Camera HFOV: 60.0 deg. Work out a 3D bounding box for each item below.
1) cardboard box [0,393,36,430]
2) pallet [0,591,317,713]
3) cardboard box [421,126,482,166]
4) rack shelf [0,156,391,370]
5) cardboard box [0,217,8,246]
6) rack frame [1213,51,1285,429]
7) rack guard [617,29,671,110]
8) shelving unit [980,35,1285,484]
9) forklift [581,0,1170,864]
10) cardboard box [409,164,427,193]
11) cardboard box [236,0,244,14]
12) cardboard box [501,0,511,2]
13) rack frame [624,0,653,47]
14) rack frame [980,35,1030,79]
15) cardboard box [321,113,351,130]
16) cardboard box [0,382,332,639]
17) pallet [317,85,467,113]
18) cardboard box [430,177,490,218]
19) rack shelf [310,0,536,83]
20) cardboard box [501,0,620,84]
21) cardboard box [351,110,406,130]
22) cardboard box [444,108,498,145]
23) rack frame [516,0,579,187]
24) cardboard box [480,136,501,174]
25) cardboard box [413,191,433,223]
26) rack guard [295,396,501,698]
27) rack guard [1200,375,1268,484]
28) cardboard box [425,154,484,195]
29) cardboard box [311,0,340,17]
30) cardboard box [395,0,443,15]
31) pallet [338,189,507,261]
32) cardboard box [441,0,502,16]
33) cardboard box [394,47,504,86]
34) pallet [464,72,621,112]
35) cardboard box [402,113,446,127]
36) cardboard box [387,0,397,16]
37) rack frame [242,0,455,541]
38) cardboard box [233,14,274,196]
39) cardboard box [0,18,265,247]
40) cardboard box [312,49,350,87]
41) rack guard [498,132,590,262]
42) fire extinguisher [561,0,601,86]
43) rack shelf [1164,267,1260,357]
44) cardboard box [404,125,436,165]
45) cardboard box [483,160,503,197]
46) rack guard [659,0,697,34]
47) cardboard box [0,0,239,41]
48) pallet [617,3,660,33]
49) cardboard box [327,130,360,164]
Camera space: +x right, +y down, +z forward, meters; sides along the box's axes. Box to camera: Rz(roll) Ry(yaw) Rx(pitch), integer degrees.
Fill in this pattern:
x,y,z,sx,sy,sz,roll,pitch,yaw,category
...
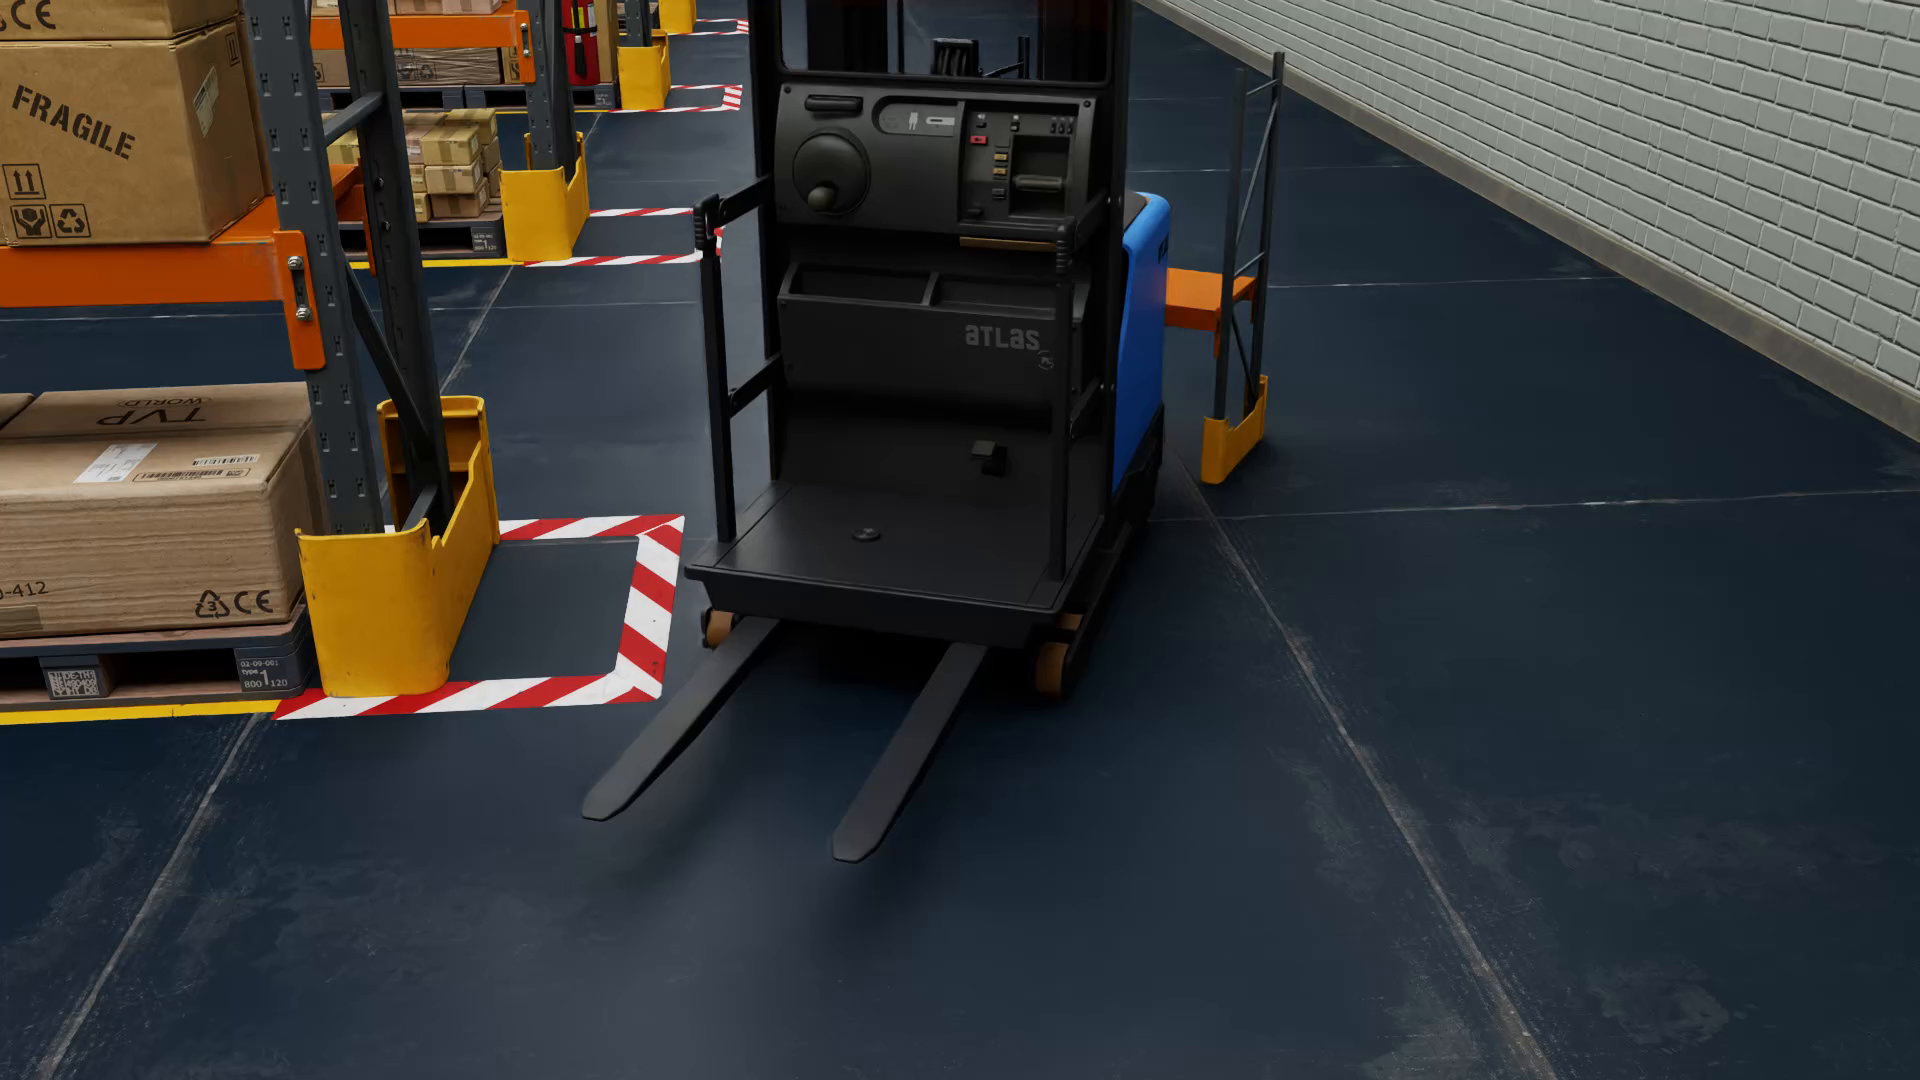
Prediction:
x,y,z,sx,sy,sz,roll,pitch,yaw,category
-3.294,-0.074,4.860,0.875,0.438,0.875,-2,24,-4,cardboard box
-2.525,0.179,5.089,1.213,0.211,1.003,-2,24,-5,pallet
-2.826,-2.194,9.252,0.250,0.149,0.380,-2,24,-5,cardboard box
-3.727,-0.751,4.632,4.000,0.370,1.077,-2,24,-5,rack shelf
-2.692,-1.065,4.330,0.500,0.500,0.500,-3,24,-6,cardboard box
1.063,-1.008,6.171,0.032,1.500,0.500,11,26,24,rack frame
-2.687,-4.024,14.187,0.348,0.500,1.175,-2,24,-5,rack guard
0.615,-1.097,6.371,1.083,1.500,0.587,11,26,24,shelving unit
-0.135,-1.063,4.532,1.130,2.935,3.031,6,25,14,forklift
-3.086,-2.056,9.309,0.250,0.149,0.380,-3,24,-6,cardboard box
-2.242,-1.758,4.658,0.500,0.500,0.500,-3,24,-6,cardboard box
-2.678,-3.161,9.478,0.250,0.149,0.380,-2,24,-6,cardboard box
-2.711,-5.165,13.677,0.127,3.000,1.000,-2,24,-5,rack frame
0.150,-1.189,6.578,0.032,1.500,0.500,11,26,24,rack frame
-3.643,-2.372,9.655,0.250,0.149,0.380,-3,24,-8,cardboard box
-2.384,-0.114,4.950,0.875,0.438,0.875,-3,24,-7,cardboard box
-4.710,-3.780,13.994,1.213,0.211,1.003,-2,24,-5,pallet
-2.827,-1.940,9.414,0.250,0.149,0.380,-2,24,-4,cardboard box
-4.314,-2.748,9.124,4.000,0.370,1.077,-2,24,-5,rack shelf
-3.340,-4.328,13.893,0.875,0.875,0.875,-2,24,-5,cardboard box
-3.404,-2.416,9.752,0.250,0.149,0.380,-2,24,-5,cardboard box
-2.879,-2.434,9.792,0.250,0.149,0.380,-3,24,-8,cardboard box
-2.324,-3.156,9.158,0.127,3.000,1.000,-2,24,-5,rack frame
-2.870,-2.264,9.777,0.250,0.149,0.380,-1,24,-3,cardboard box
-3.073,-1.889,9.299,0.250,0.149,0.380,-2,24,-4,cardboard box
-1.713,-0.018,5.175,0.348,0.500,1.175,-2,24,-5,rack guard
1.062,-0.437,6.425,0.087,0.250,0.587,11,26,24,rack guard
-2.821,-2.045,9.284,0.250,0.149,0.380,-3,24,-7,cardboard box
-3.371,-2.884,8.854,0.250,0.149,0.380,-2,24,-4,cardboard box
-2.872,-2.919,8.934,0.250,0.149,0.380,-2,24,-5,cardboard box
-3.211,-1.861,9.676,1.213,0.211,1.003,-2,24,-5,pallet
-2.621,-2.914,8.922,0.250,0.149,0.380,-2,24,-5,cardboard box
-4.245,-4.292,13.811,0.875,0.875,0.875,-2,24,-5,cardboard box
-3.499,-3.827,14.101,1.213,0.211,1.003,-2,24,-5,pallet
-3.141,-2.374,9.658,0.250,0.149,0.380,-2,24,-4,cardboard box
-3.120,-2.903,8.898,0.250,0.149,0.380,-3,24,-6,cardboard box
-1.737,-1.159,4.665,0.127,3.000,1.000,-2,24,-5,rack frame
-2.243,-1.302,4.863,0.500,0.500,0.500,-2,24,-6,cardboard box
-2.191,-1.079,4.361,0.500,0.500,0.500,-2,24,-5,cardboard box
-5.131,-4.256,13.731,0.875,0.875,0.875,-2,24,-5,cardboard box
-2.399,-2.011,9.658,0.348,0.500,1.175,-2,24,-5,rack guard
-2.028,-2.774,8.852,0.183,0.674,0.296,-2,24,-5,fire extinguisher
0.606,-0.934,6.447,1.000,0.185,0.538,11,26,24,rack shelf
-3.081,-2.207,9.282,0.250,0.149,0.380,-2,24,-4,cardboard box
-2.877,-2.154,9.895,0.250,0.149,0.380,-2,24,-4,cardboard box
-3.175,-6.031,18.703,0.348,0.500,1.175,-2,24,-5,rack guard
-2.193,-1.546,4.182,0.500,0.500,0.500,-2,24,-3,cardboard box
-4.022,-5.875,18.709,1.213,0.211,1.003,-2,24,-5,pallet
-3.327,-2.145,9.143,0.250,0.149,0.380,-3,24,-6,cardboard box
